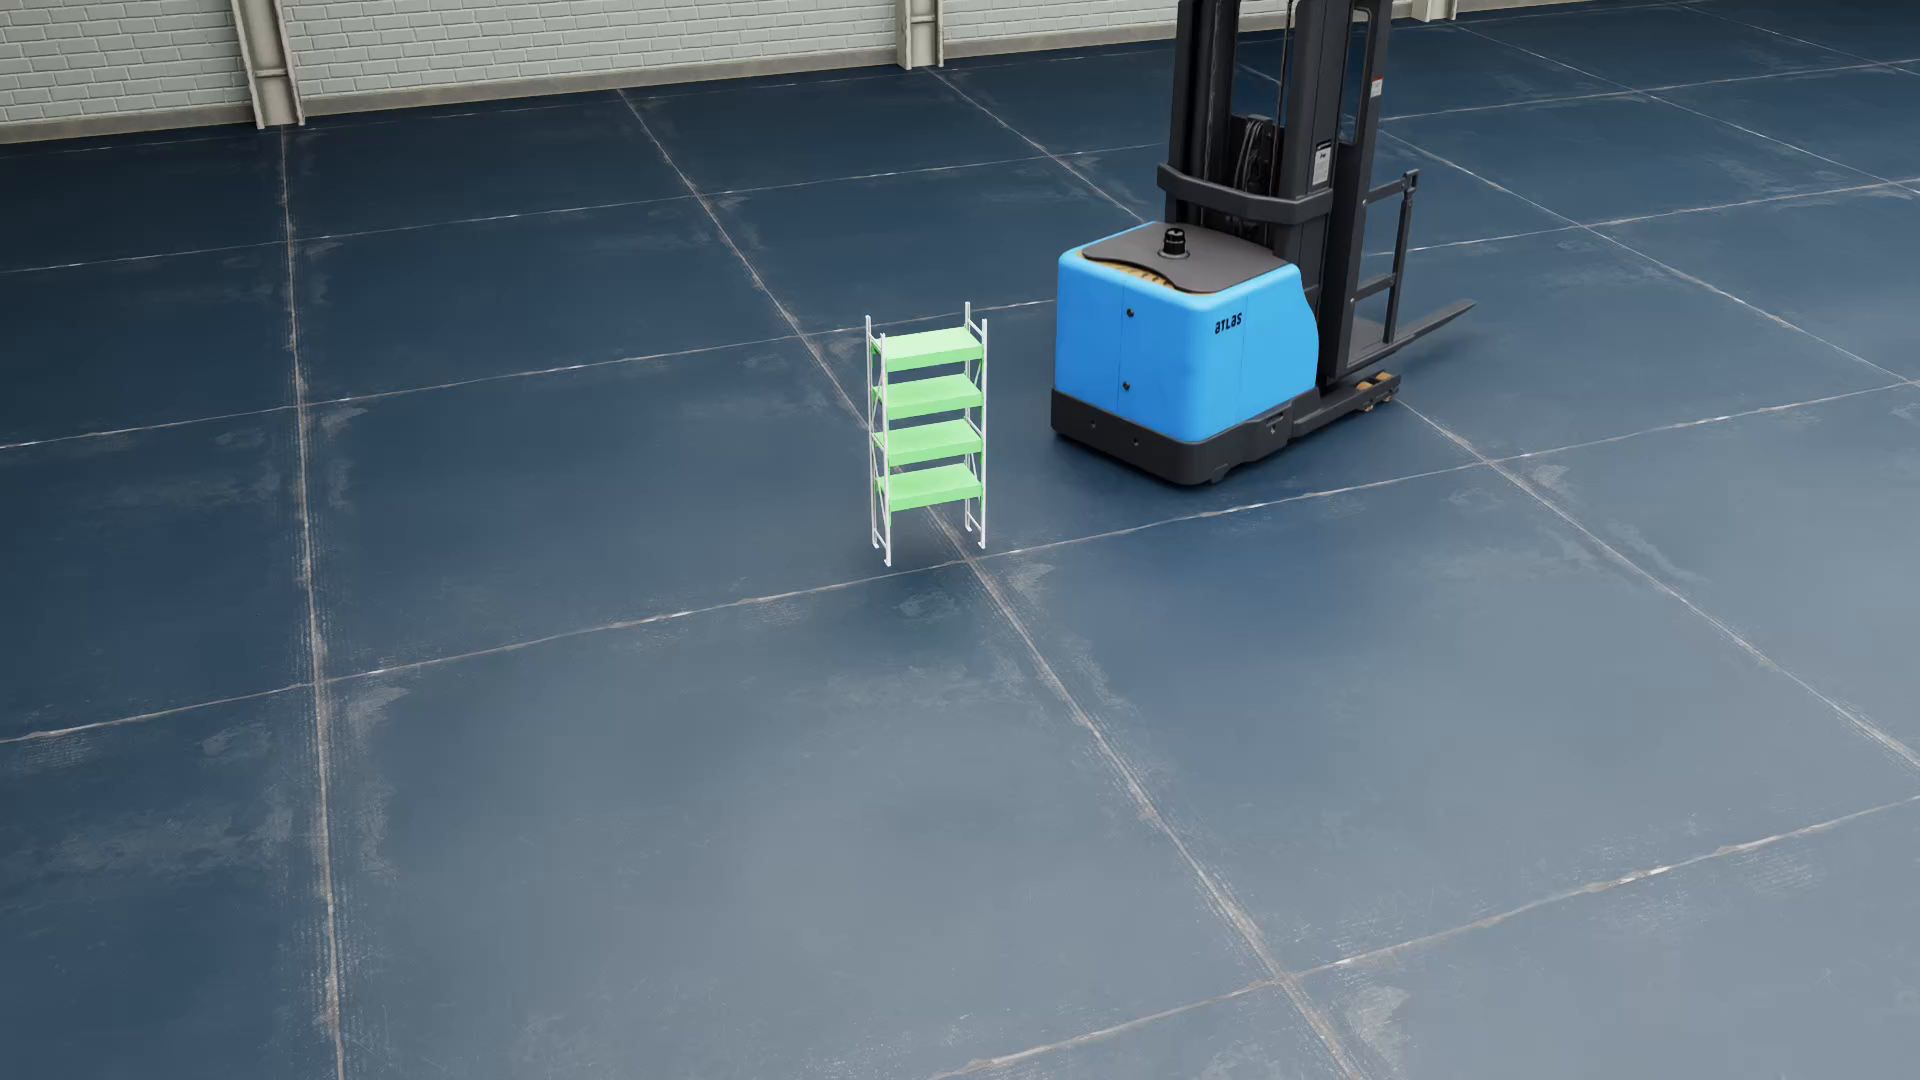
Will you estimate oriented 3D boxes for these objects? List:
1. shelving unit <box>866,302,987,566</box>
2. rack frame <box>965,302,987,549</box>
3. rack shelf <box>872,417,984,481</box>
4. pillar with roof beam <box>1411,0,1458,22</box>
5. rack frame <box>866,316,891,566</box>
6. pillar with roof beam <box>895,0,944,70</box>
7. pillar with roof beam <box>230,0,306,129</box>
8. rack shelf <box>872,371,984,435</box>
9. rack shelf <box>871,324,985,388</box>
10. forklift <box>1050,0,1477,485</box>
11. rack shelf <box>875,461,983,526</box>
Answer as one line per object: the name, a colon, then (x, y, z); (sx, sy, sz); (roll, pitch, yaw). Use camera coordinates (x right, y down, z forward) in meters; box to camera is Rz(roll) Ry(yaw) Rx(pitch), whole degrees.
shelving unit: (-0.155, -0.493, 7.903); (0.503, 1.200, 0.258); (-10, 31, -18)
rack frame: (0.074, -0.535, 7.977); (0.015, 1.200, 0.240); (-10, 31, -18)
rack shelf: (-0.155, -0.437, 7.934); (0.480, 0.148, 0.258); (-10, 31, -18)
pillar with roof beam: (6.726, -7.689, 12.655); (0.400, 9.000, 9.100); (-10, 31, -18)
rack frame: (-0.384, -0.451, 7.829); (0.015, 1.200, 0.240); (-10, 31, -18)
pillar with roof beam: (1.102, -6.653, 10.837); (0.400, 9.000, 9.100); (-10, 31, -18)
pillar with roof beam: (-4.521, -5.618, 9.020); (0.400, 9.000, 9.100); (-10, 31, -18)
rack shelf: (-0.155, -0.646, 7.816); (0.480, 0.148, 0.258); (-10, 31, -18)
rack shelf: (-0.155, -0.854, 7.697); (0.480, 0.148, 0.258); (-10, 31, -18)
forklift: (1.916, -2.178, 9.112); (3.031, 2.935, 1.130); (-25, 38, -37)
rack shelf: (-0.155, -0.229, 8.053); (0.480, 0.148, 0.258); (-10, 31, -18)
